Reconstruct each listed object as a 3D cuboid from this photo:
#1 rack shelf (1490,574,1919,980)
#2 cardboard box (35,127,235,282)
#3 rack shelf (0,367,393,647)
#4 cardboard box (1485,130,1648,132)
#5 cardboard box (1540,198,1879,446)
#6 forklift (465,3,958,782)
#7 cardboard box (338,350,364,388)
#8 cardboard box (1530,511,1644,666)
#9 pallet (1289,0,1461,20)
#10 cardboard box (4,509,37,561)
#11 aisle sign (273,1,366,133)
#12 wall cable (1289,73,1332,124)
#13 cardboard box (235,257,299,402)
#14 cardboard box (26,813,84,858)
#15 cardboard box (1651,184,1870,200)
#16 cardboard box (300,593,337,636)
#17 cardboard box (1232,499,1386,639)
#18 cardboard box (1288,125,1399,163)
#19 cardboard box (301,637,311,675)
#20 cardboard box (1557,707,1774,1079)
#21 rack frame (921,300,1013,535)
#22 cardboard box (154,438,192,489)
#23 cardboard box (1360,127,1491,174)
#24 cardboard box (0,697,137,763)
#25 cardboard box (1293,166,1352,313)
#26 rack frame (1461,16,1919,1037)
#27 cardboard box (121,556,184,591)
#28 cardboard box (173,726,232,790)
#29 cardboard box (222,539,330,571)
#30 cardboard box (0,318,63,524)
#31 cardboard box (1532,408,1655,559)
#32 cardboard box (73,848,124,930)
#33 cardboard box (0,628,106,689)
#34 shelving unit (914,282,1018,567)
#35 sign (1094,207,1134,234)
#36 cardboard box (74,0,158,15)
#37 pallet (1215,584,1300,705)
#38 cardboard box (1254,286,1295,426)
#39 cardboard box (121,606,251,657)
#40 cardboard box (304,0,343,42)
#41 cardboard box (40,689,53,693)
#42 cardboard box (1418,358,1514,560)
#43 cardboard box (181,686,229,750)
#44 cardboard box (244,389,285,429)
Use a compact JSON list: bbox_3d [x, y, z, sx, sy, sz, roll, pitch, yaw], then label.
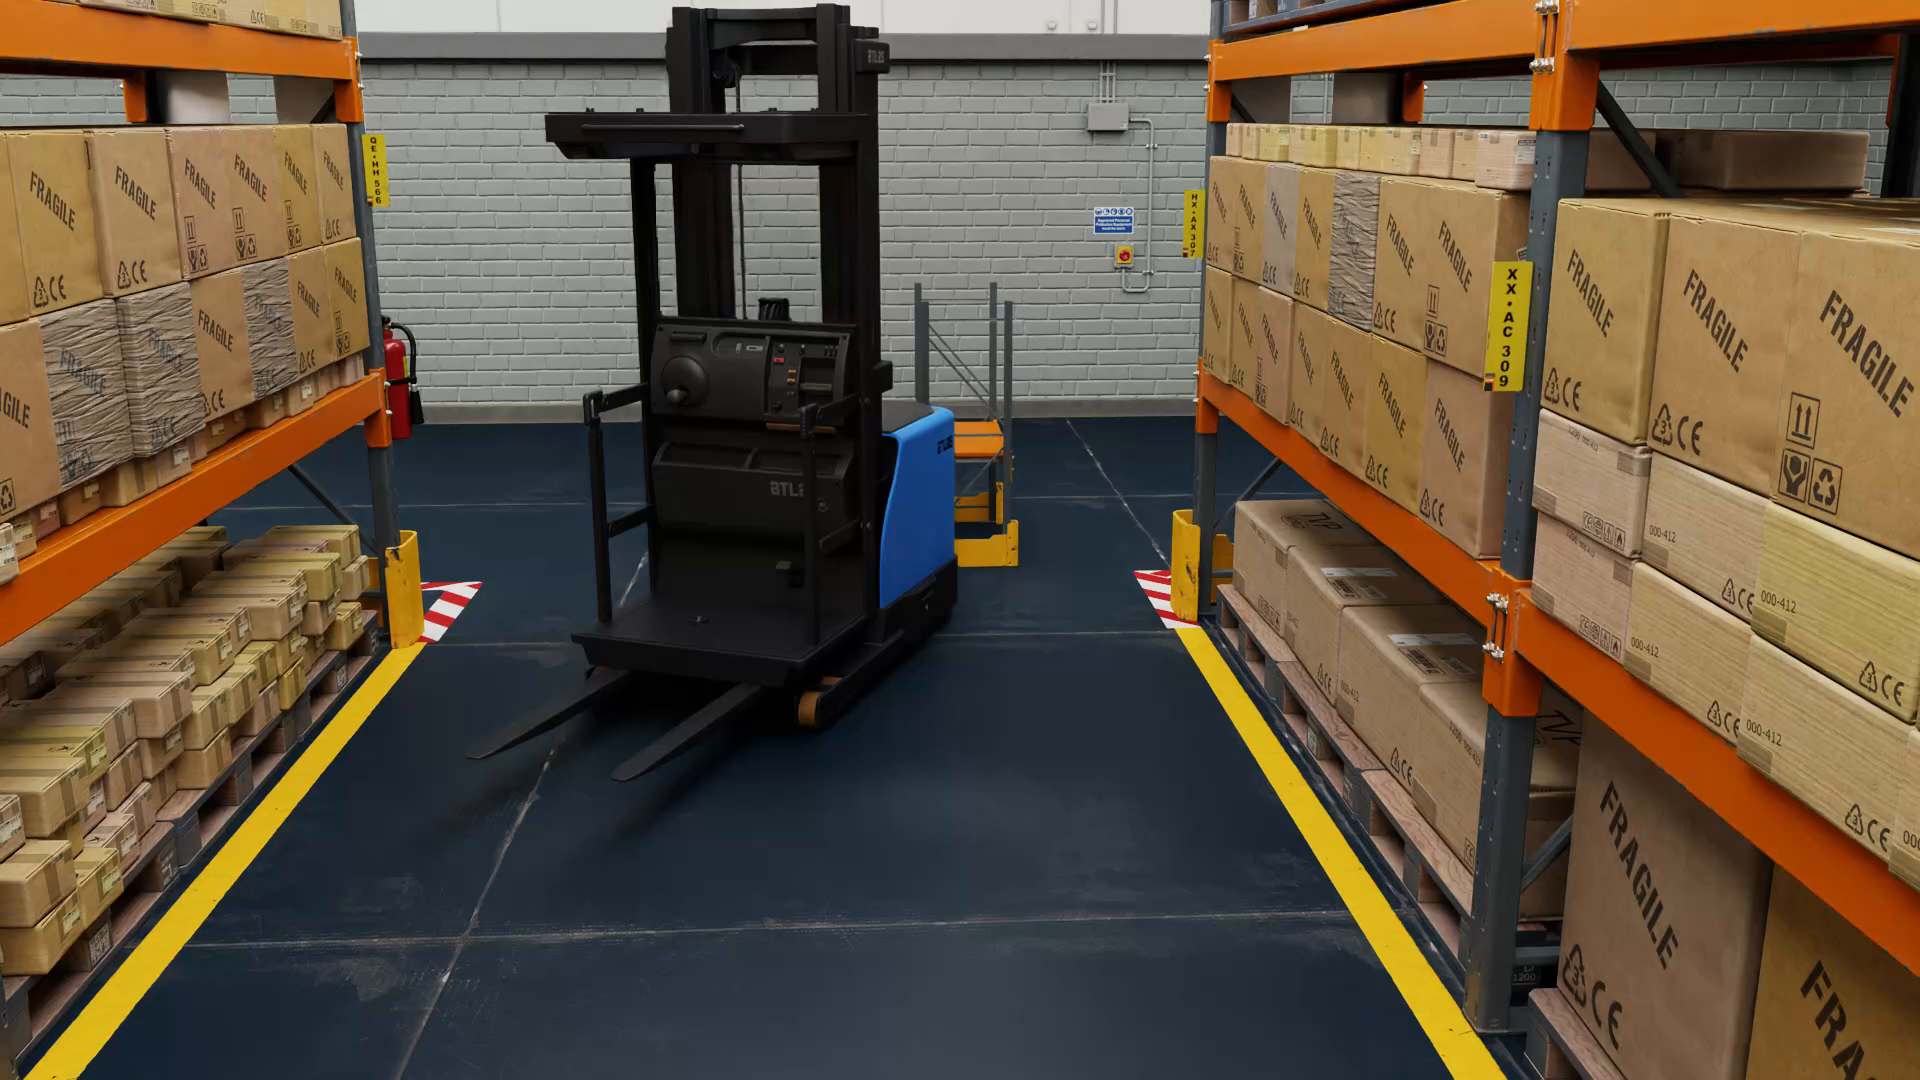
[{"bbox_3d":[2.062,0.756,2.511,1.077,0.370,4.000,-1,14,-3],"label":"rack shelf"},{"bbox_3d":[-2.859,-1.163,5.722,0.500,0.500,0.500,-1,14,-5],"label":"cardboard box"},{"bbox_3d":[-3.120,-0.137,5.983,1.077,0.370,4.000,-1,14,-3],"label":"rack shelf"},{"bbox_3d":[1.694,-1.075,4.677,0.380,0.149,0.250,-1,14,-2],"label":"cardboard box"},{"bbox_3d":[1.679,-0.508,3.775,0.500,0.500,0.500,-1,14,-3],"label":"cardboard box"},{"bbox_3d":[-0.984,-0.740,7.022,1.130,2.935,3.031,5,15,19],"label":"forklift"},{"bbox_3d":[-2.941,-0.785,7.560,0.380,0.149,0.250,-1,14,-3],"label":"cardboard box"},{"bbox_3d":[1.702,0.096,3.933,0.500,0.250,0.500,-1,14,-5],"label":"cardboard box"},{"bbox_3d":[1.826,-2.006,5.960,1.003,0.211,1.213,-1,14,-3],"label":"pallet"},{"bbox_3d":[-2.777,-0.005,4.530,0.380,0.149,0.250,0,14,-2],"label":"cardboard box"},{"bbox_3d":[-2.949,-2.265,7.591,0.394,0.787,0.004,-1,14,-3],"label":"aisle sign"},{"bbox_3d":[2.733,-3.003,13.640,0.588,1.984,0.122,-1,14,-3],"label":"wall cable"},{"bbox_3d":[-2.891,-0.813,6.371,0.500,0.500,0.500,-1,14,-3],"label":"cardboard box"},{"bbox_3d":[-2.804,0.888,4.835,0.380,0.149,0.250,-1,14,-3],"label":"cardboard box"},{"bbox_3d":[2.151,-0.744,4.693,0.500,0.500,0.500,-1,14,-3],"label":"cardboard box"},{"bbox_3d":[-2.892,0.306,7.097,0.380,0.149,0.250,-1,15,-6],"label":"cardboard box"},{"bbox_3d":[1.831,0.116,7.856,0.875,0.438,0.875,-1,14,-5],"label":"cardboard box"},{"bbox_3d":[1.528,-1.579,6.633,0.380,0.149,0.250,-1,14,-3],"label":"cardboard box"},{"bbox_3d":[-2.927,0.513,6.892,0.380,0.149,0.250,-1,14,-3],"label":"cardboard box"},{"bbox_3d":[2.057,0.889,3.973,0.875,0.875,0.875,0,14,-2],"label":"cardboard box"},{"bbox_3d":[0.037,-0.579,9.266,0.500,1.500,0.032,-1,14,-3],"label":"rack frame"},{"bbox_3d":[-2.817,-0.269,5.555,0.380,0.149,0.250,0,14,-1],"label":"cardboard box"},{"bbox_3d":[1.586,-1.327,5.655,0.380,0.149,0.250,-1,14,-5],"label":"cardboard box"},{"bbox_3d":[-2.872,0.616,5.297,0.380,0.149,0.250,-1,14,-5],"label":"cardboard box"},{"bbox_3d":[1.546,-1.113,6.125,0.500,0.500,0.500,-1,14,-3],"label":"cardboard box"},{"bbox_3d":[1.938,-0.090,4.355,1.000,3.000,0.127,-1,14,-3],"label":"rack frame"},{"bbox_3d":[-3.525,0.173,7.018,0.380,0.149,0.250,-1,14,-4],"label":"cardboard box"},{"bbox_3d":[-2.819,0.772,5.886,0.380,0.149,0.250,-1,14,-5],"label":"cardboard box"},{"bbox_3d":[-3.000,0.097,7.313,0.380,0.149,0.250,-1,14,-2],"label":"cardboard box"},{"bbox_3d":[-2.775,-0.308,4.405,0.500,0.500,0.500,-1,14,-4],"label":"cardboard box"},{"bbox_3d":[1.684,-0.145,3.869,0.500,0.250,0.500,-1,14,-5],"label":"cardboard box"},{"bbox_3d":[-2.714,1.027,4.892,0.380,0.149,0.250,0,14,-2],"label":"cardboard box"},{"bbox_3d":[-3.338,0.430,6.021,0.380,0.149,0.250,-1,14,-3],"label":"cardboard box"},{"bbox_3d":[0.005,-0.707,9.766,0.587,1.500,1.083,-1,14,-3],"label":"shelving unit"},{"bbox_3d":[1.266,-2.632,13.693,0.327,0.218,0.001,-1,14,-3],"label":"sign"},{"bbox_3d":[-2.814,-1.742,5.057,0.500,0.250,0.500,0,14,-1],"label":"cardboard box"},{"bbox_3d":[1.818,0.464,7.801,1.003,0.211,1.213,-1,14,-3],"label":"pallet"},{"bbox_3d":[1.506,-0.757,6.748,0.500,0.500,0.500,-1,14,-4],"label":"cardboard box"},{"bbox_3d":[-2.926,0.358,6.298,0.380,0.149,0.250,-1,14,-5],"label":"cardboard box"},{"bbox_3d":[-2.951,-2.254,7.048,0.500,0.250,0.500,-1,14,-5],"label":"cardboard box"},{"bbox_3d":[-3.320,0.577,6.045,0.380,0.149,0.250,0,14,-1],"label":"cardboard box"},{"bbox_3d":[1.655,-0.249,4.776,0.500,0.500,0.500,-1,14,-3],"label":"cardboard box"},{"bbox_3d":[-2.815,0.629,5.844,0.380,0.149,0.250,-1,14,-4],"label":"cardboard box"},{"bbox_3d":[-2.907,-0.531,6.574,0.380,0.149,0.250,-2,15,-6],"label":"cardboard box"}]
